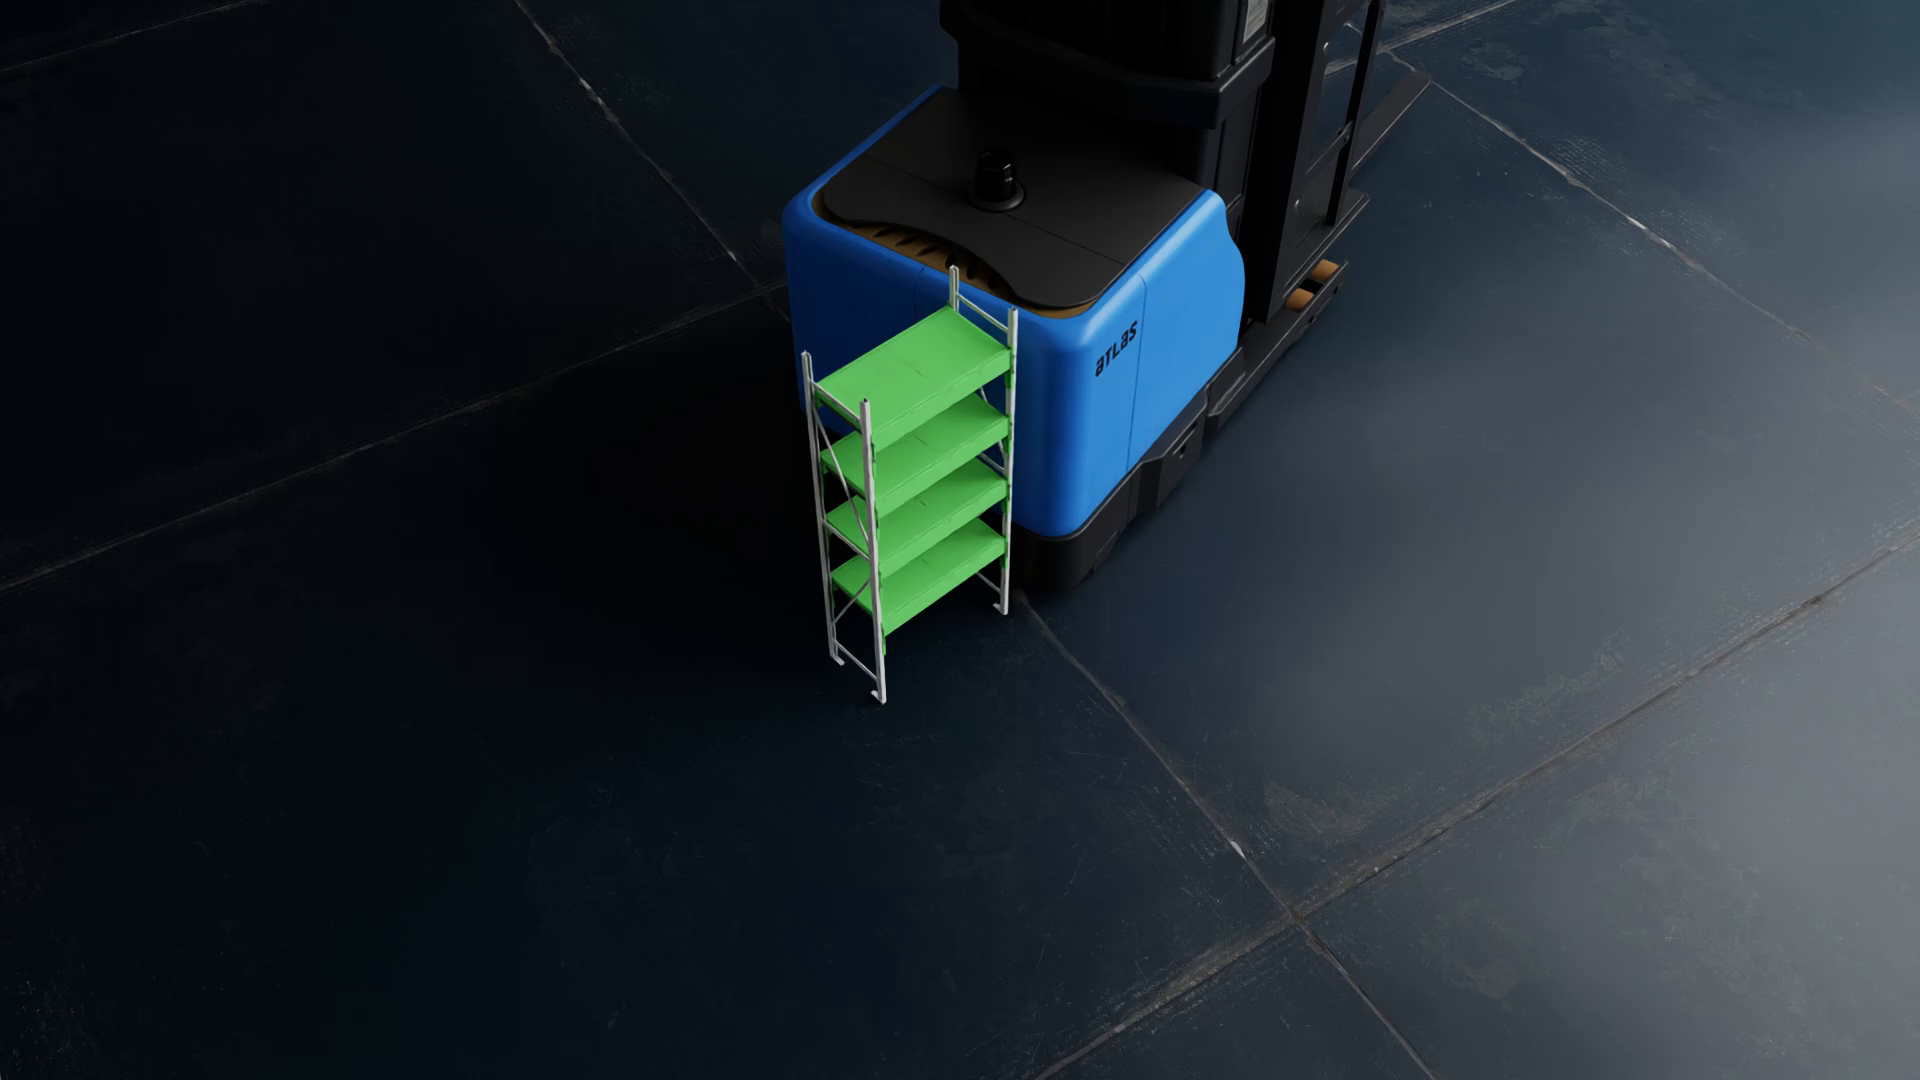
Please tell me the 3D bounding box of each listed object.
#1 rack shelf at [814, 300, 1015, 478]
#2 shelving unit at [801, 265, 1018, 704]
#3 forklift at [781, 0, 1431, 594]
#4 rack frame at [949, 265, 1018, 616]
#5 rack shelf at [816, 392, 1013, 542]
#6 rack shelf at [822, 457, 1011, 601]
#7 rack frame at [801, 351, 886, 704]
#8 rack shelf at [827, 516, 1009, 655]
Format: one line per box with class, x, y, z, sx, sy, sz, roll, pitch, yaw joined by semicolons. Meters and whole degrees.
rack shelf;-0.121;-0.392;4.238;0.480;0.148;0.258;-34;57;-27
shelving unit;-0.121;-0.115;4.549;0.503;1.200;0.258;-34;57;-27
forklift;0.734;-1.886;4.967;1.130;2.935;3.031;27;54;22
rack frame;0.059;-0.238;4.659;0.015;1.200;0.240;-34;57;-27
rack shelf;-0.121;-0.232;4.417;0.480;0.148;0.258;-34;57;-27
rack shelf;-0.121;-0.072;4.597;0.480;0.148;0.258;-34;57;-27
rack frame;-0.301;0.009;4.439;0.015;1.200;0.240;-34;57;-27
rack shelf;-0.121;0.087;4.776;0.480;0.148;0.258;-34;57;-27
